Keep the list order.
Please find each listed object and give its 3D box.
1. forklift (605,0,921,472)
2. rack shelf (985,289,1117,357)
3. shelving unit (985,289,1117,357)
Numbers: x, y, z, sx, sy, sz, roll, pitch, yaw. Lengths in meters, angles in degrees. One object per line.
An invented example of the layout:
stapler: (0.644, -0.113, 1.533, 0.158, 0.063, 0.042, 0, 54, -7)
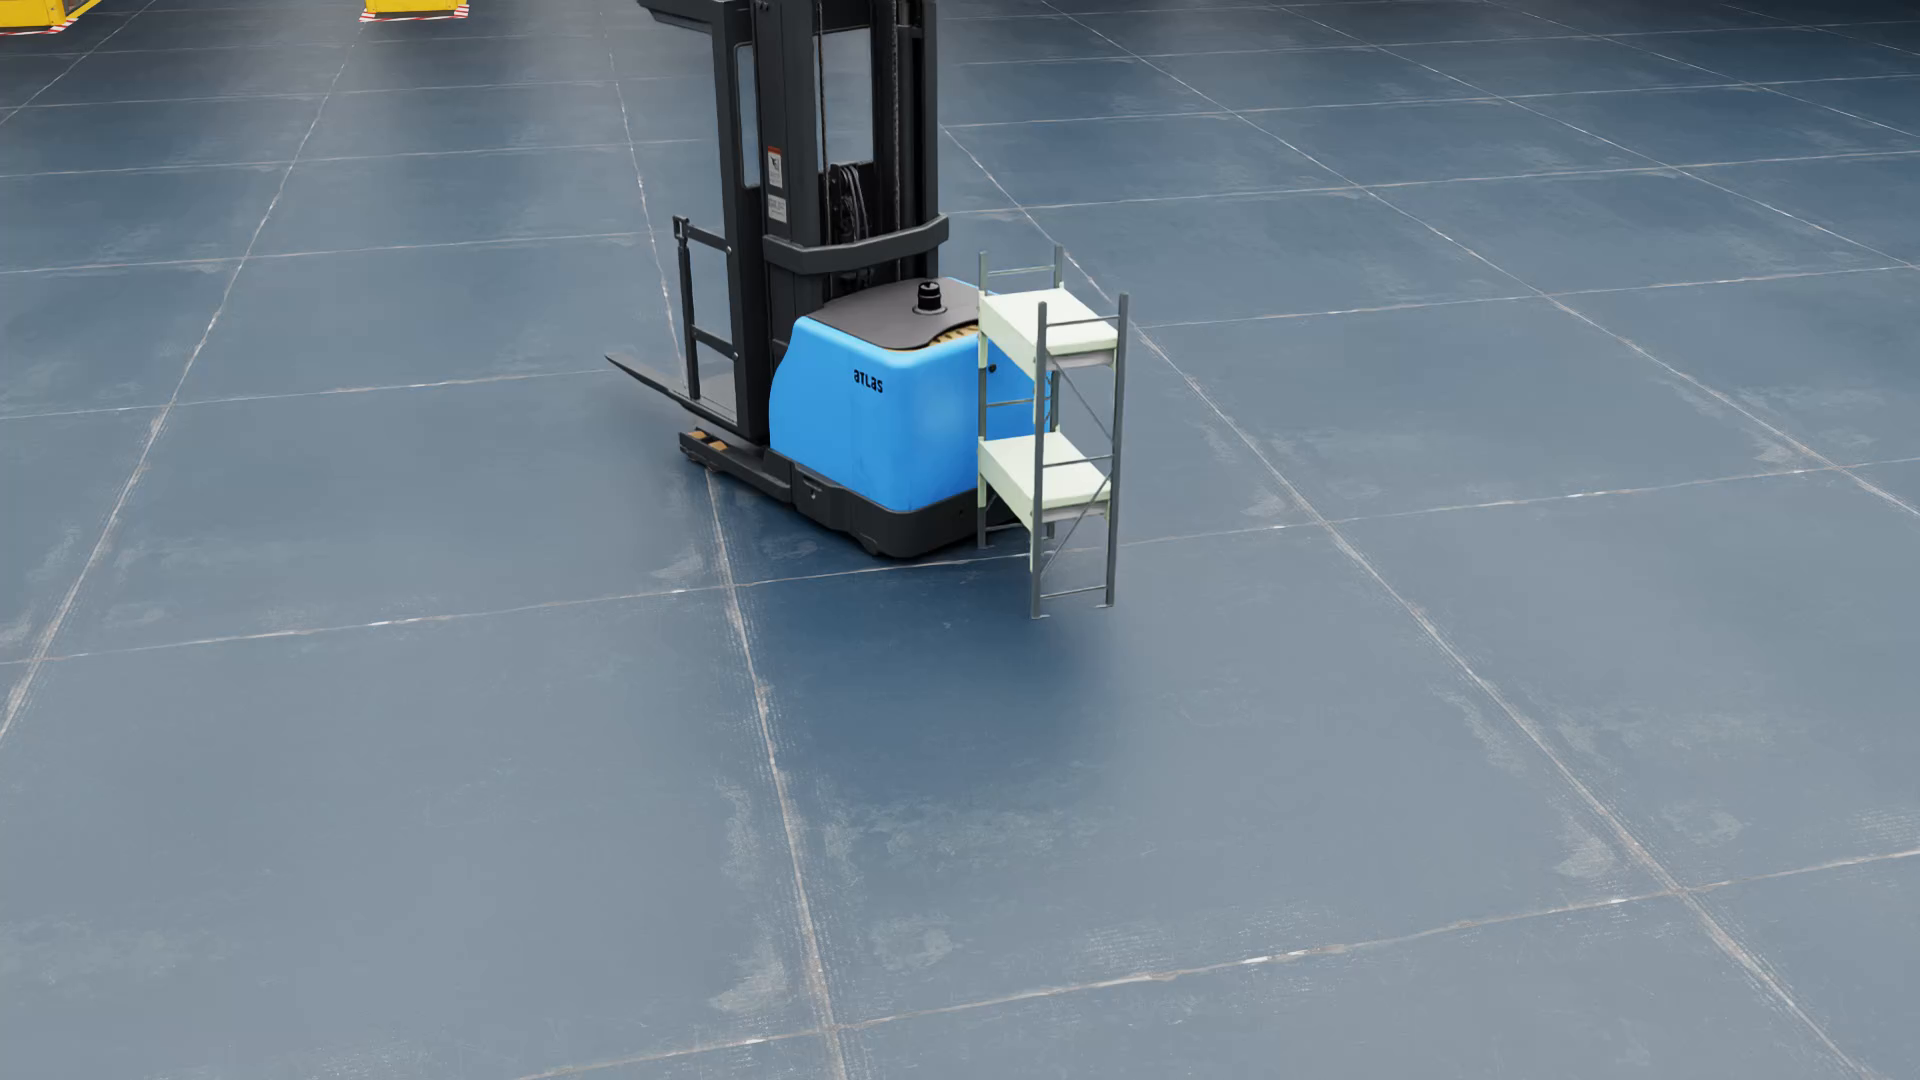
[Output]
forklift: (-1.164, -1.865, 8.912, 1.118, 2.733, 2.170, -22, 34, -36)
rack shelf: (0.396, -0.962, 7.329, 0.368, 0.052, 0.686, -9, 28, -17)
shelving unit: (0.396, -0.962, 7.329, 0.368, 0.052, 0.686, -9, 28, -17)
